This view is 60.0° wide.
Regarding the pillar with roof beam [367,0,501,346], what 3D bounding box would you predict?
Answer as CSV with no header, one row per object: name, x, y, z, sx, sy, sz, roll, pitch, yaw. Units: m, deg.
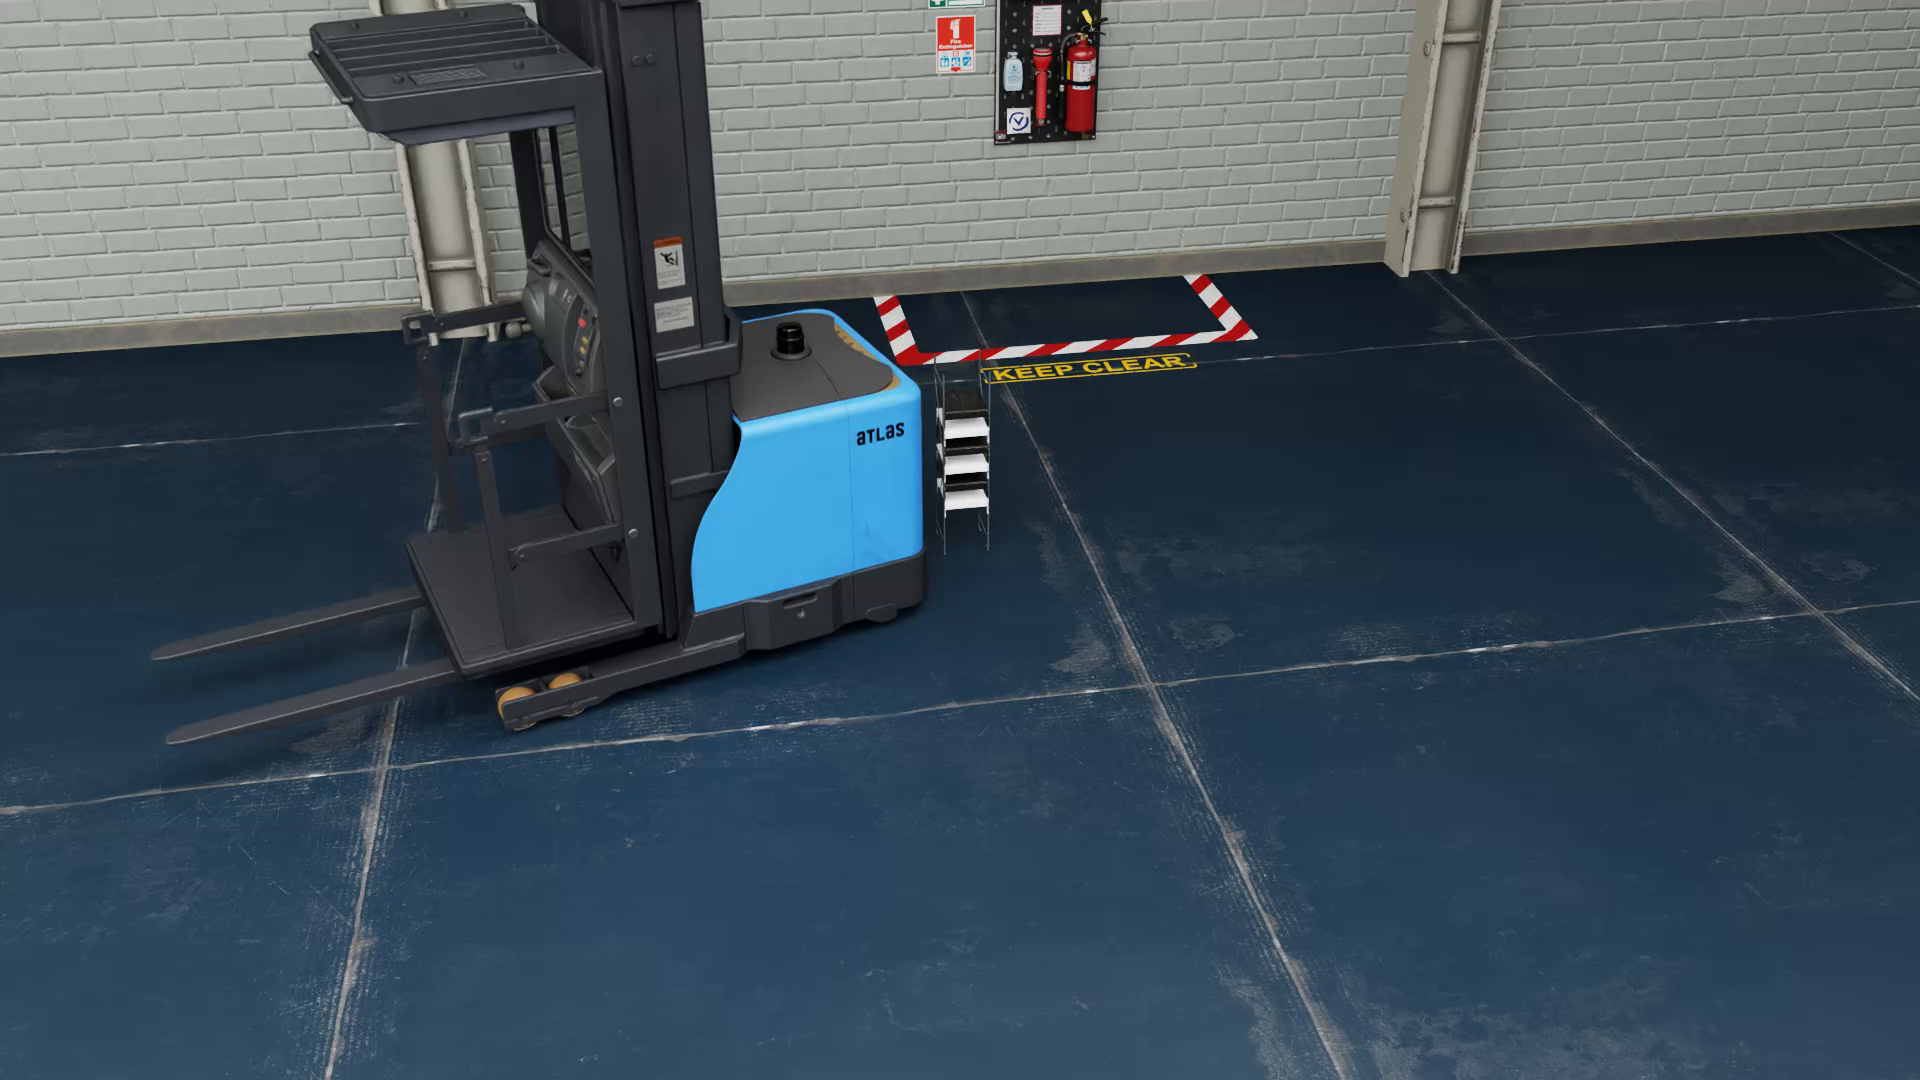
pillar with roof beam,-2.151,-2.957,3.901,0.400,9.000,9.100,-5,31,-9

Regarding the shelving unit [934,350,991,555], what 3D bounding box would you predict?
shelving unit,0.008,-0.389,7.523,0.210,0.900,0.258,-5,31,-9

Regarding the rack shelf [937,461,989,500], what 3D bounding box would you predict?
rack shelf,0.008,-0.282,7.586,0.200,0.077,0.258,-5,31,-9

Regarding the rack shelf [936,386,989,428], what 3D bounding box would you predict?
rack shelf,0.008,-0.593,7.403,0.200,0.077,0.258,-5,31,-9

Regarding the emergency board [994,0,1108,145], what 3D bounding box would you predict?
emergency board,0.538,-2.859,9.652,0.643,1.169,0.194,-5,31,-9

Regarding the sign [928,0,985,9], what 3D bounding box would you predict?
sign,-0.019,-3.099,9.504,0.331,0.109,0.001,-5,31,-9

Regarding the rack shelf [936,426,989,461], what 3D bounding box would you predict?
rack shelf,0.008,-0.437,7.494,0.200,0.077,0.258,-5,31,-9

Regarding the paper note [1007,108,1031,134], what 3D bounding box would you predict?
paper note,0.351,-2.497,9.907,0.142,0.148,0.016,-5,31,-9

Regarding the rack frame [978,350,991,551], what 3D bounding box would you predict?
rack frame,0.108,-0.398,7.539,0.006,0.900,0.240,-5,31,-9

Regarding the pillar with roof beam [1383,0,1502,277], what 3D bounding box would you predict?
pillar with roof beam,3.751,-3.505,4.833,0.400,9.000,9.100,-5,31,-9

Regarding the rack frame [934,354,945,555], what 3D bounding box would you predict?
rack frame,-0.092,-0.379,7.507,0.006,0.900,0.240,-5,31,-9

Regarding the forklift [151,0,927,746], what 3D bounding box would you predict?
forklift,-1.693,-0.829,6.268,3.031,2.935,1.130,-15,33,-23

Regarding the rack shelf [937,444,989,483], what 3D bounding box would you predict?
rack shelf,0.008,-0.360,7.540,0.200,0.077,0.258,-5,31,-9

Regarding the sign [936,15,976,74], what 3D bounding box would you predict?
sign,-0.025,-2.875,9.645,0.234,0.329,0.001,-5,31,-9

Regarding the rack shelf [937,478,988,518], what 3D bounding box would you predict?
rack shelf,0.008,-0.205,7.631,0.200,0.077,0.258,-5,31,-9

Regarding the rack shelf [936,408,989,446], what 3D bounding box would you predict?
rack shelf,0.008,-0.515,7.449,0.200,0.077,0.258,-5,31,-9
